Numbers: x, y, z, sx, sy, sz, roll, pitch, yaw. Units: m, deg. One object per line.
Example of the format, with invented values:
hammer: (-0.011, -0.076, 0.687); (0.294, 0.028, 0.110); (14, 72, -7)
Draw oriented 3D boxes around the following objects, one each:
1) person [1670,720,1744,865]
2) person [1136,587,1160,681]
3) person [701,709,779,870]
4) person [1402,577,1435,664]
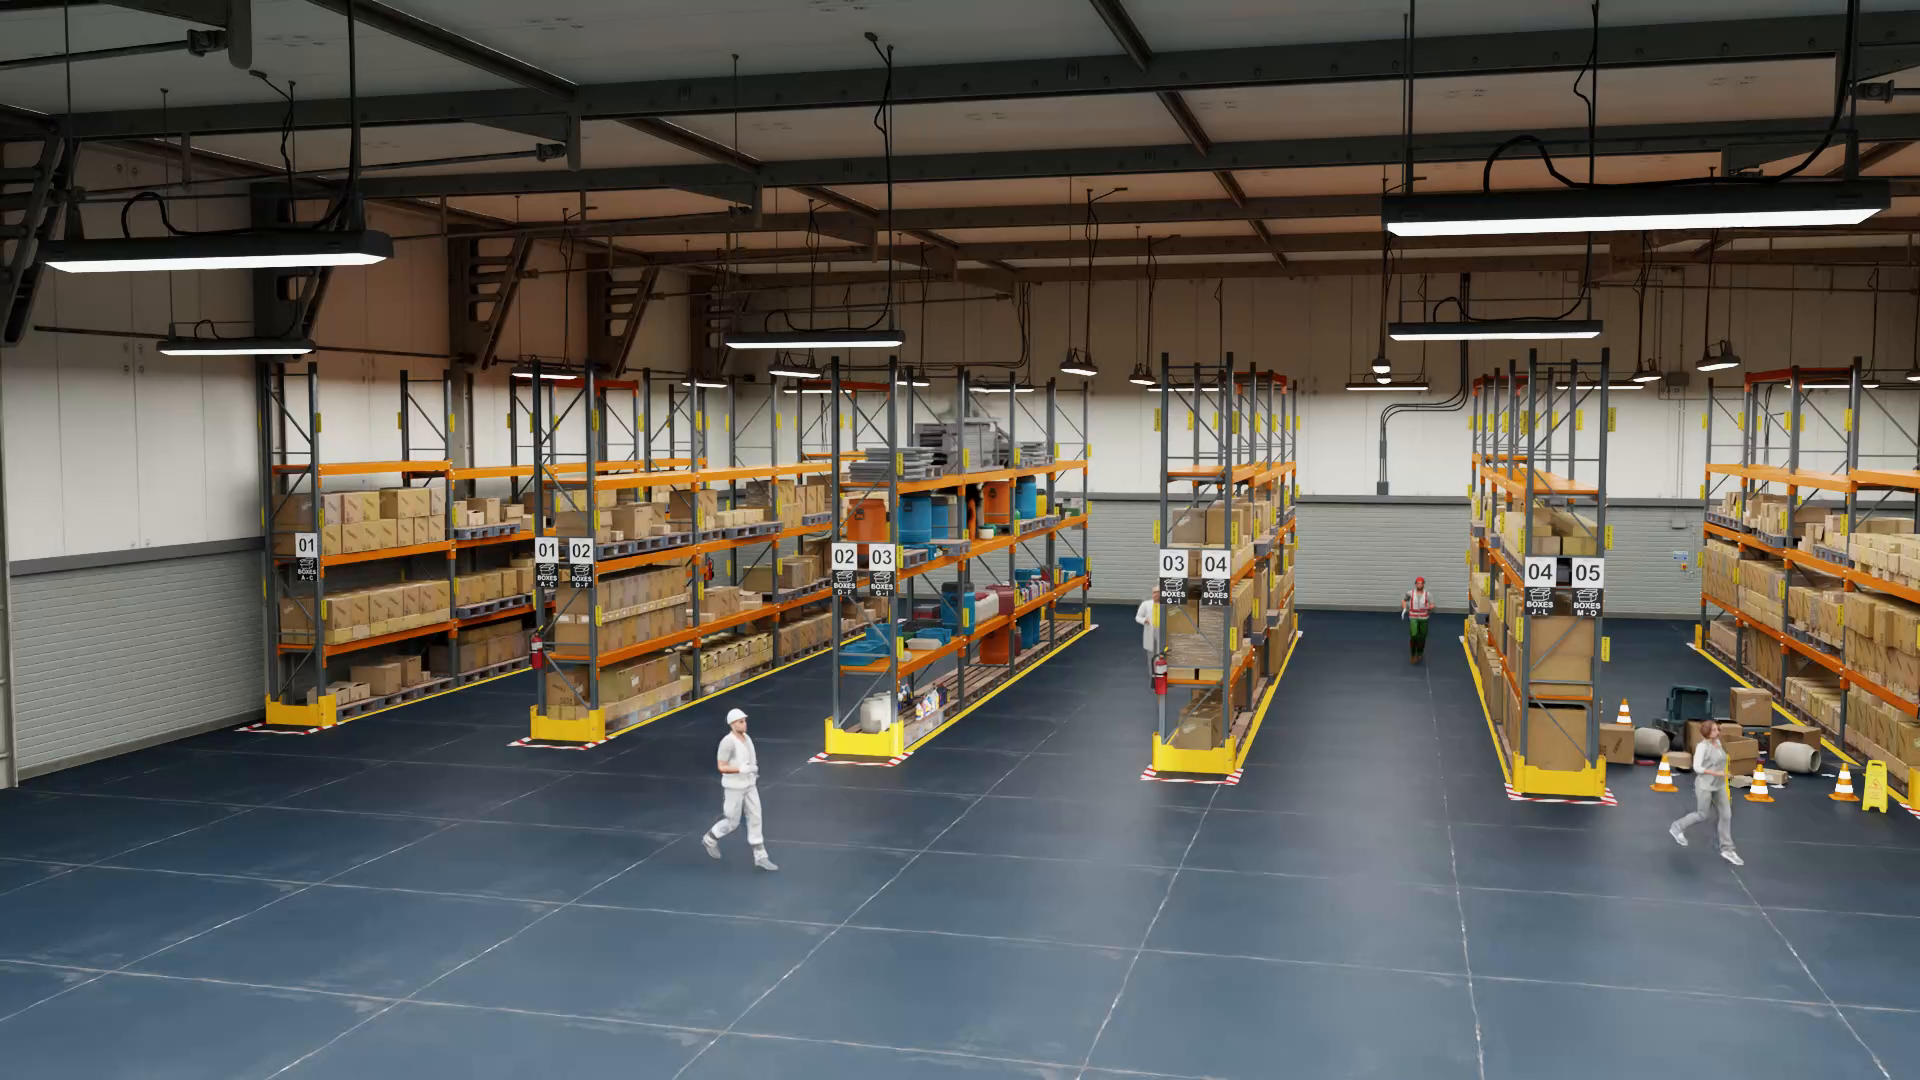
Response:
person: (8.601, 2.858, 19.105); (0.552, 1.600, 0.894); (-2, 5, -30)
person: (3.475, 1.738, 29.499); (0.714, 1.823, 1.004); (1, 4, 7)
person: (-2.472, 2.774, 18.587); (0.988, 1.783, 0.654); (2, 5, 30)
person: (9.545, 1.675, 34.633); (0.649, 1.820, 0.746); (1, 4, 10)
